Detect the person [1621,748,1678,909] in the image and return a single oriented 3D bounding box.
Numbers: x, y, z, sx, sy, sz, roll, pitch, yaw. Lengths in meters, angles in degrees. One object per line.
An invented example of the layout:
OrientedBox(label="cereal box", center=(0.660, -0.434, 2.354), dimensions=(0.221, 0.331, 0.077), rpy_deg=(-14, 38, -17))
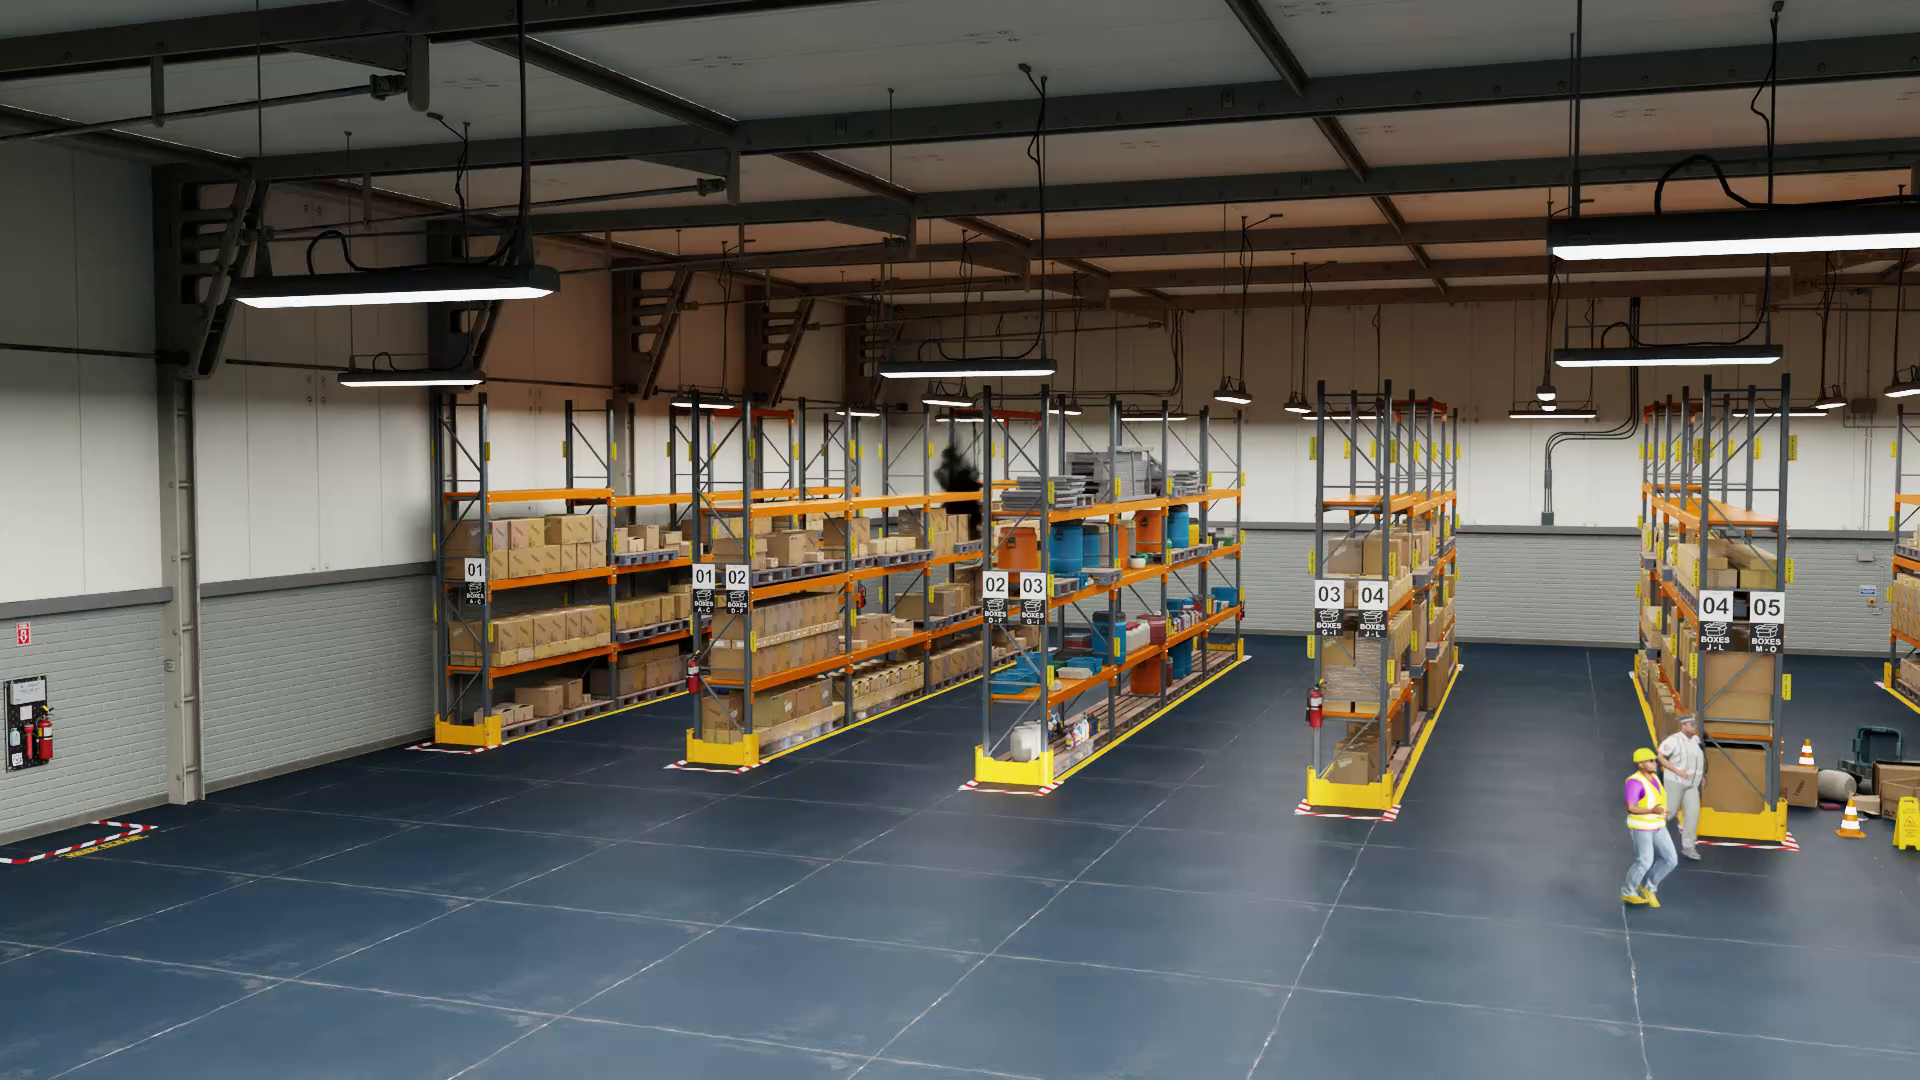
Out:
OrientedBox(label="person", center=(7.549, 3.160, 18.156), dimensions=(0.677, 1.772, 0.649), rpy_deg=(-2, 4, -33))

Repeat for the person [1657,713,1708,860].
OrientedBox(label="person", center=(9.020, 3.021, 20.720), dimensions=(0.732, 1.748, 0.957), rpy_deg=(-1, 3, -18))

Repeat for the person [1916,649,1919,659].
OrientedBox(label="person", center=(21.055, 2.332, 36.136), dimensions=(0.691, 1.551, 0.597), rpy_deg=(3, 4, 40))

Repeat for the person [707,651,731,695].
OrientedBox(label="person", center=(-4.388, 2.548, 30.776), dimensions=(0.614, 1.674, 0.898), rpy_deg=(1, 3, 16))
